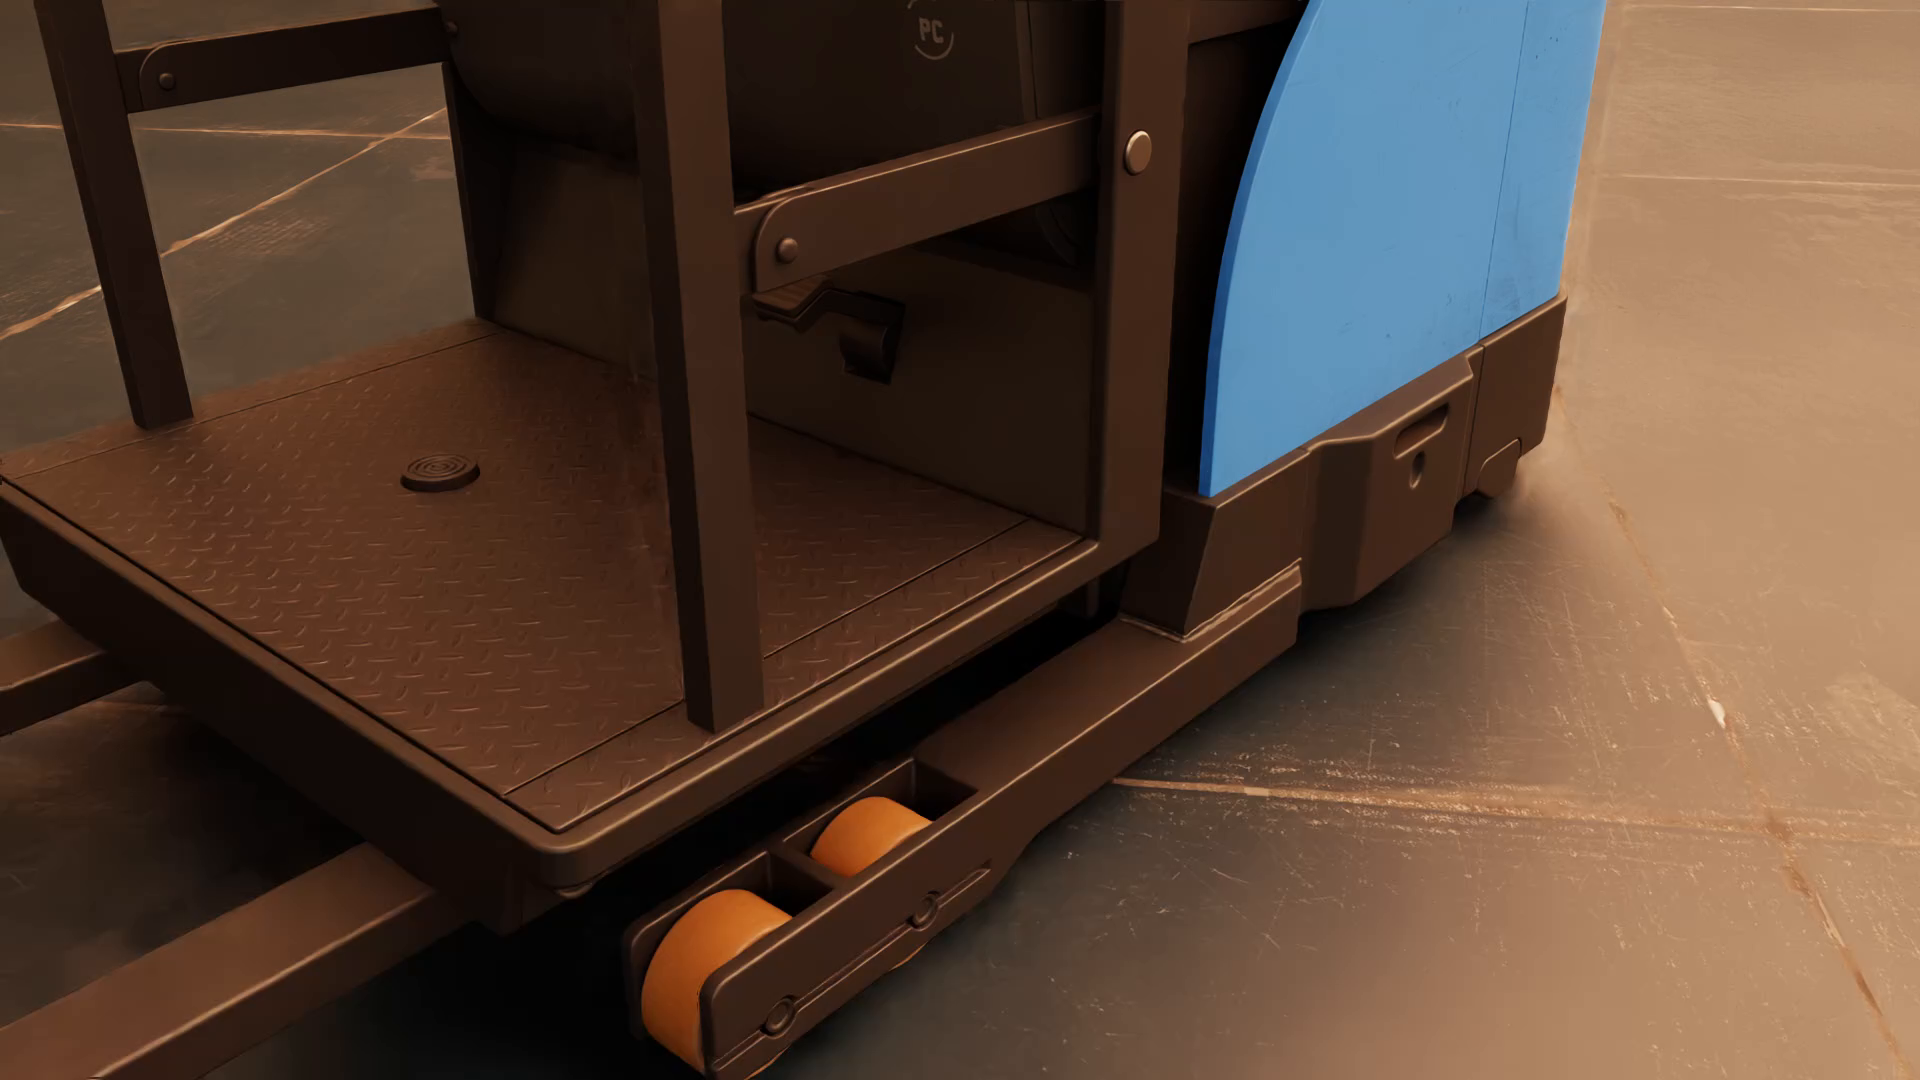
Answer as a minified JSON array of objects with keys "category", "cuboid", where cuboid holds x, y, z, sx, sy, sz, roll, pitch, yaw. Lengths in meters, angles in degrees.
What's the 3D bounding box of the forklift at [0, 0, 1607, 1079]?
[{"category":"forklift","cuboid":[-0.399,-1.076,1.373,1.130,2.935,3.031,21,33,36]}]
